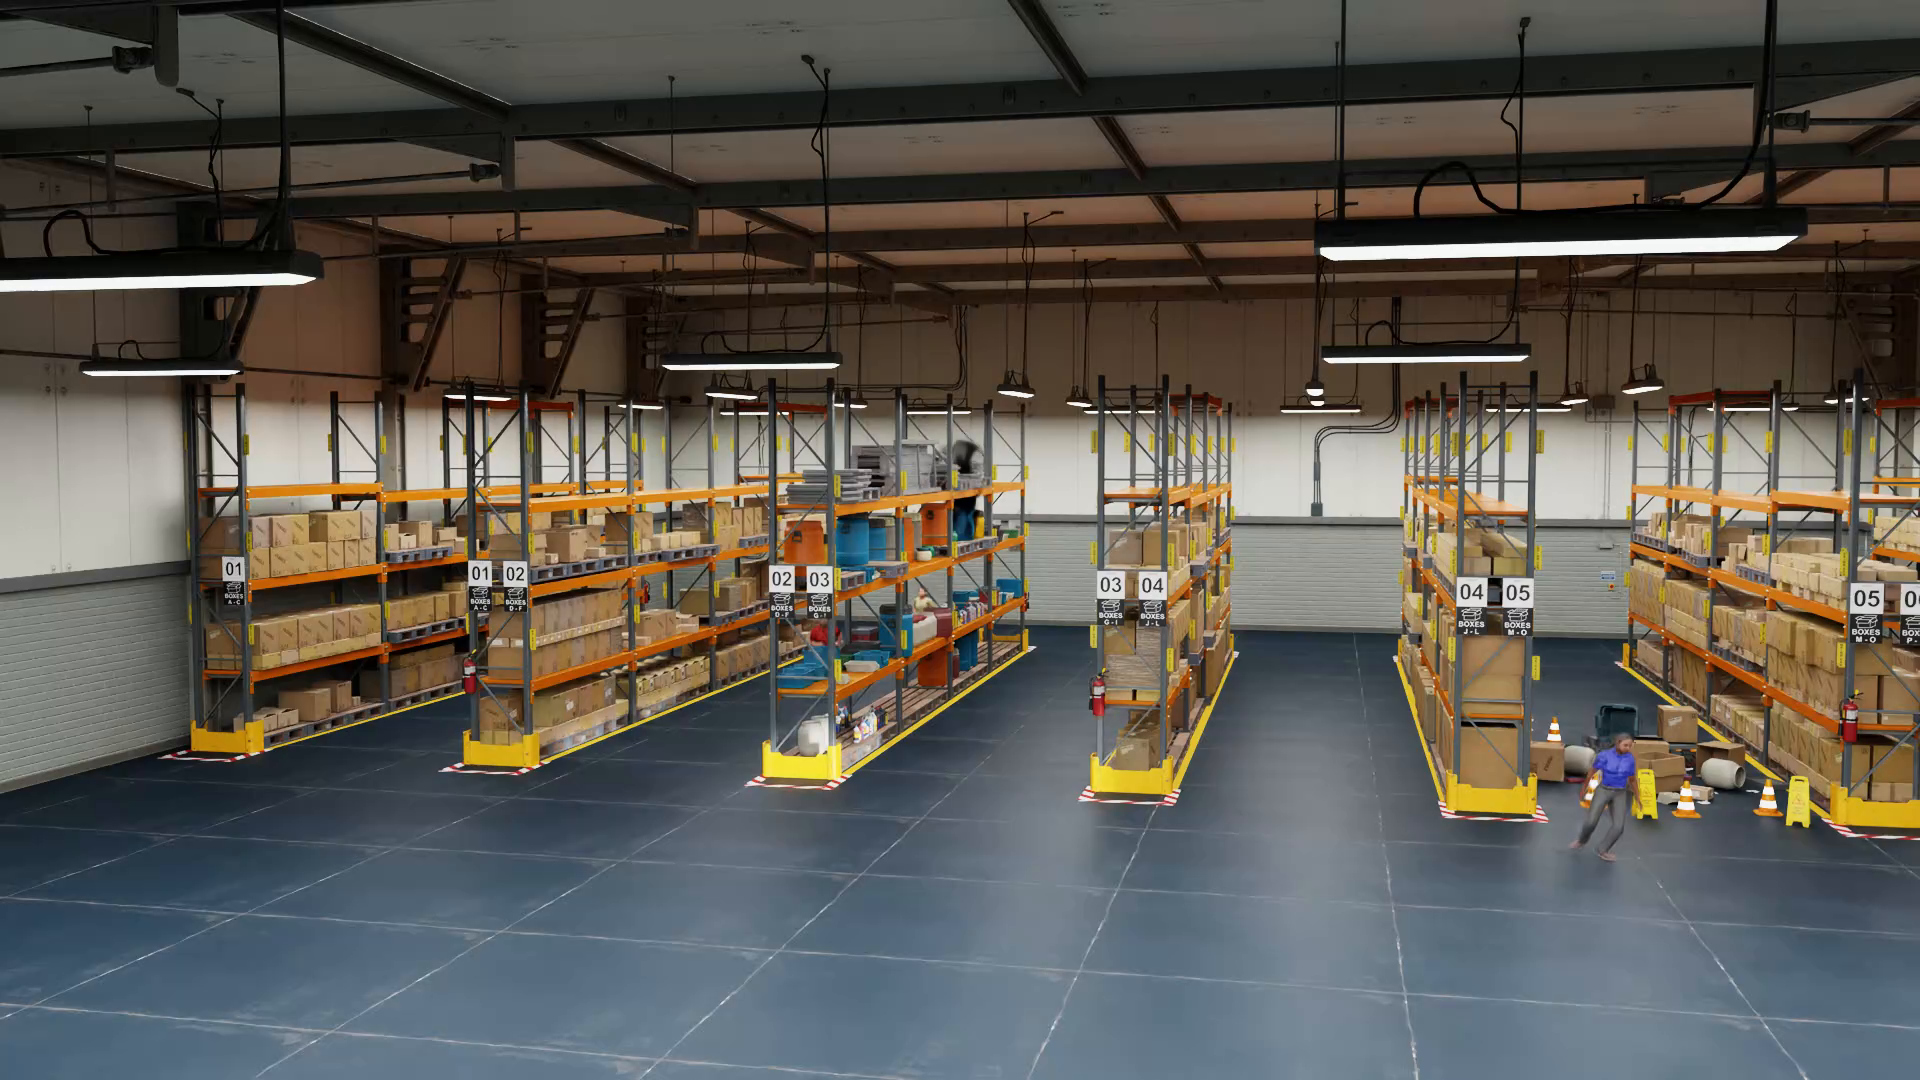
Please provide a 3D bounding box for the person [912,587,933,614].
[{"bbox_3d":[-0.903,1.927,39.315,0.588,1.647,0.627,1,3,15],"label":"person"}]

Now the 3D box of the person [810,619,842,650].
[{"bbox_3d":[-2.656,2.273,32.938,0.591,1.632,0.929,0,3,6],"label":"person"}]

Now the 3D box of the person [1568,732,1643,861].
[{"bbox_3d":[7.781,3.064,20.034,0.742,1.576,0.601,0,3,0],"label":"person"}]
